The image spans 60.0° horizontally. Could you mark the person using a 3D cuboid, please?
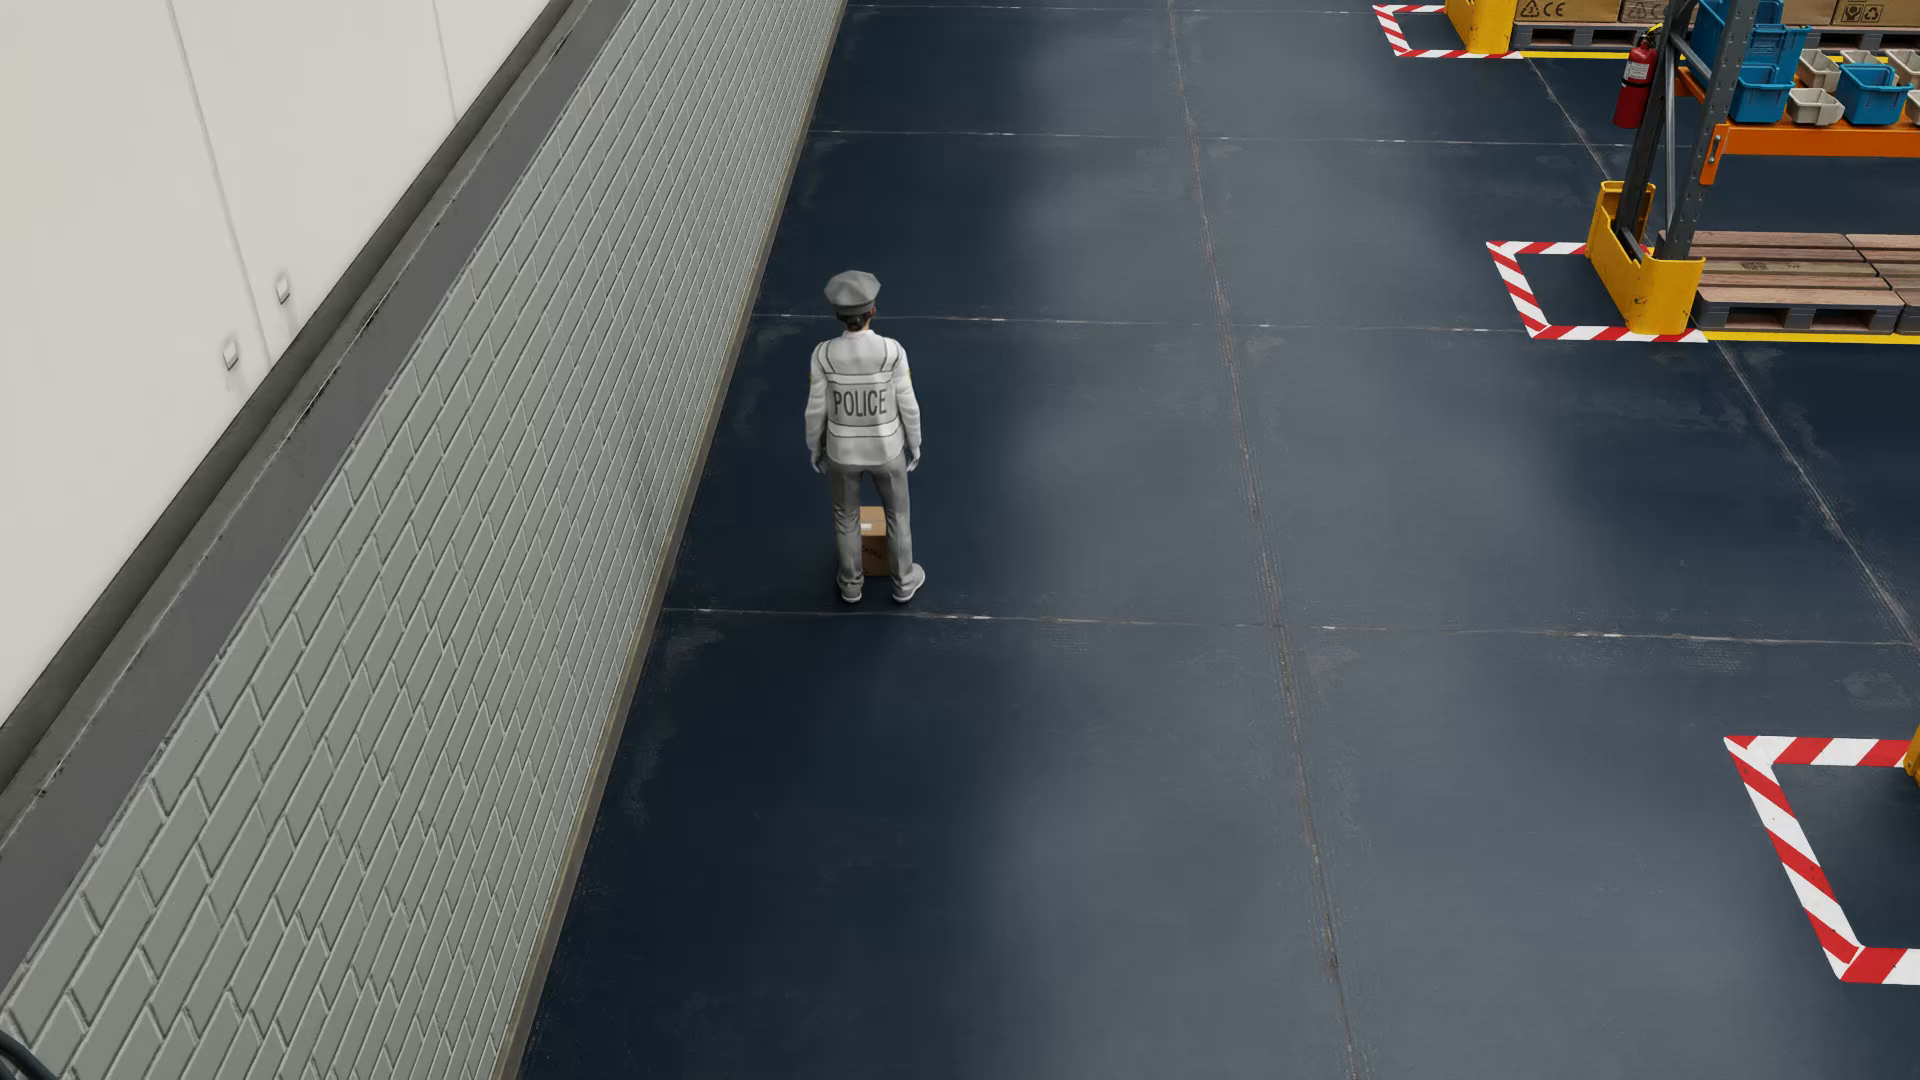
[{"bbox_3d":[-0.441,-0.423,7.697,0.537,1.661,0.373,-1,36,-1],"label":"person"}]
